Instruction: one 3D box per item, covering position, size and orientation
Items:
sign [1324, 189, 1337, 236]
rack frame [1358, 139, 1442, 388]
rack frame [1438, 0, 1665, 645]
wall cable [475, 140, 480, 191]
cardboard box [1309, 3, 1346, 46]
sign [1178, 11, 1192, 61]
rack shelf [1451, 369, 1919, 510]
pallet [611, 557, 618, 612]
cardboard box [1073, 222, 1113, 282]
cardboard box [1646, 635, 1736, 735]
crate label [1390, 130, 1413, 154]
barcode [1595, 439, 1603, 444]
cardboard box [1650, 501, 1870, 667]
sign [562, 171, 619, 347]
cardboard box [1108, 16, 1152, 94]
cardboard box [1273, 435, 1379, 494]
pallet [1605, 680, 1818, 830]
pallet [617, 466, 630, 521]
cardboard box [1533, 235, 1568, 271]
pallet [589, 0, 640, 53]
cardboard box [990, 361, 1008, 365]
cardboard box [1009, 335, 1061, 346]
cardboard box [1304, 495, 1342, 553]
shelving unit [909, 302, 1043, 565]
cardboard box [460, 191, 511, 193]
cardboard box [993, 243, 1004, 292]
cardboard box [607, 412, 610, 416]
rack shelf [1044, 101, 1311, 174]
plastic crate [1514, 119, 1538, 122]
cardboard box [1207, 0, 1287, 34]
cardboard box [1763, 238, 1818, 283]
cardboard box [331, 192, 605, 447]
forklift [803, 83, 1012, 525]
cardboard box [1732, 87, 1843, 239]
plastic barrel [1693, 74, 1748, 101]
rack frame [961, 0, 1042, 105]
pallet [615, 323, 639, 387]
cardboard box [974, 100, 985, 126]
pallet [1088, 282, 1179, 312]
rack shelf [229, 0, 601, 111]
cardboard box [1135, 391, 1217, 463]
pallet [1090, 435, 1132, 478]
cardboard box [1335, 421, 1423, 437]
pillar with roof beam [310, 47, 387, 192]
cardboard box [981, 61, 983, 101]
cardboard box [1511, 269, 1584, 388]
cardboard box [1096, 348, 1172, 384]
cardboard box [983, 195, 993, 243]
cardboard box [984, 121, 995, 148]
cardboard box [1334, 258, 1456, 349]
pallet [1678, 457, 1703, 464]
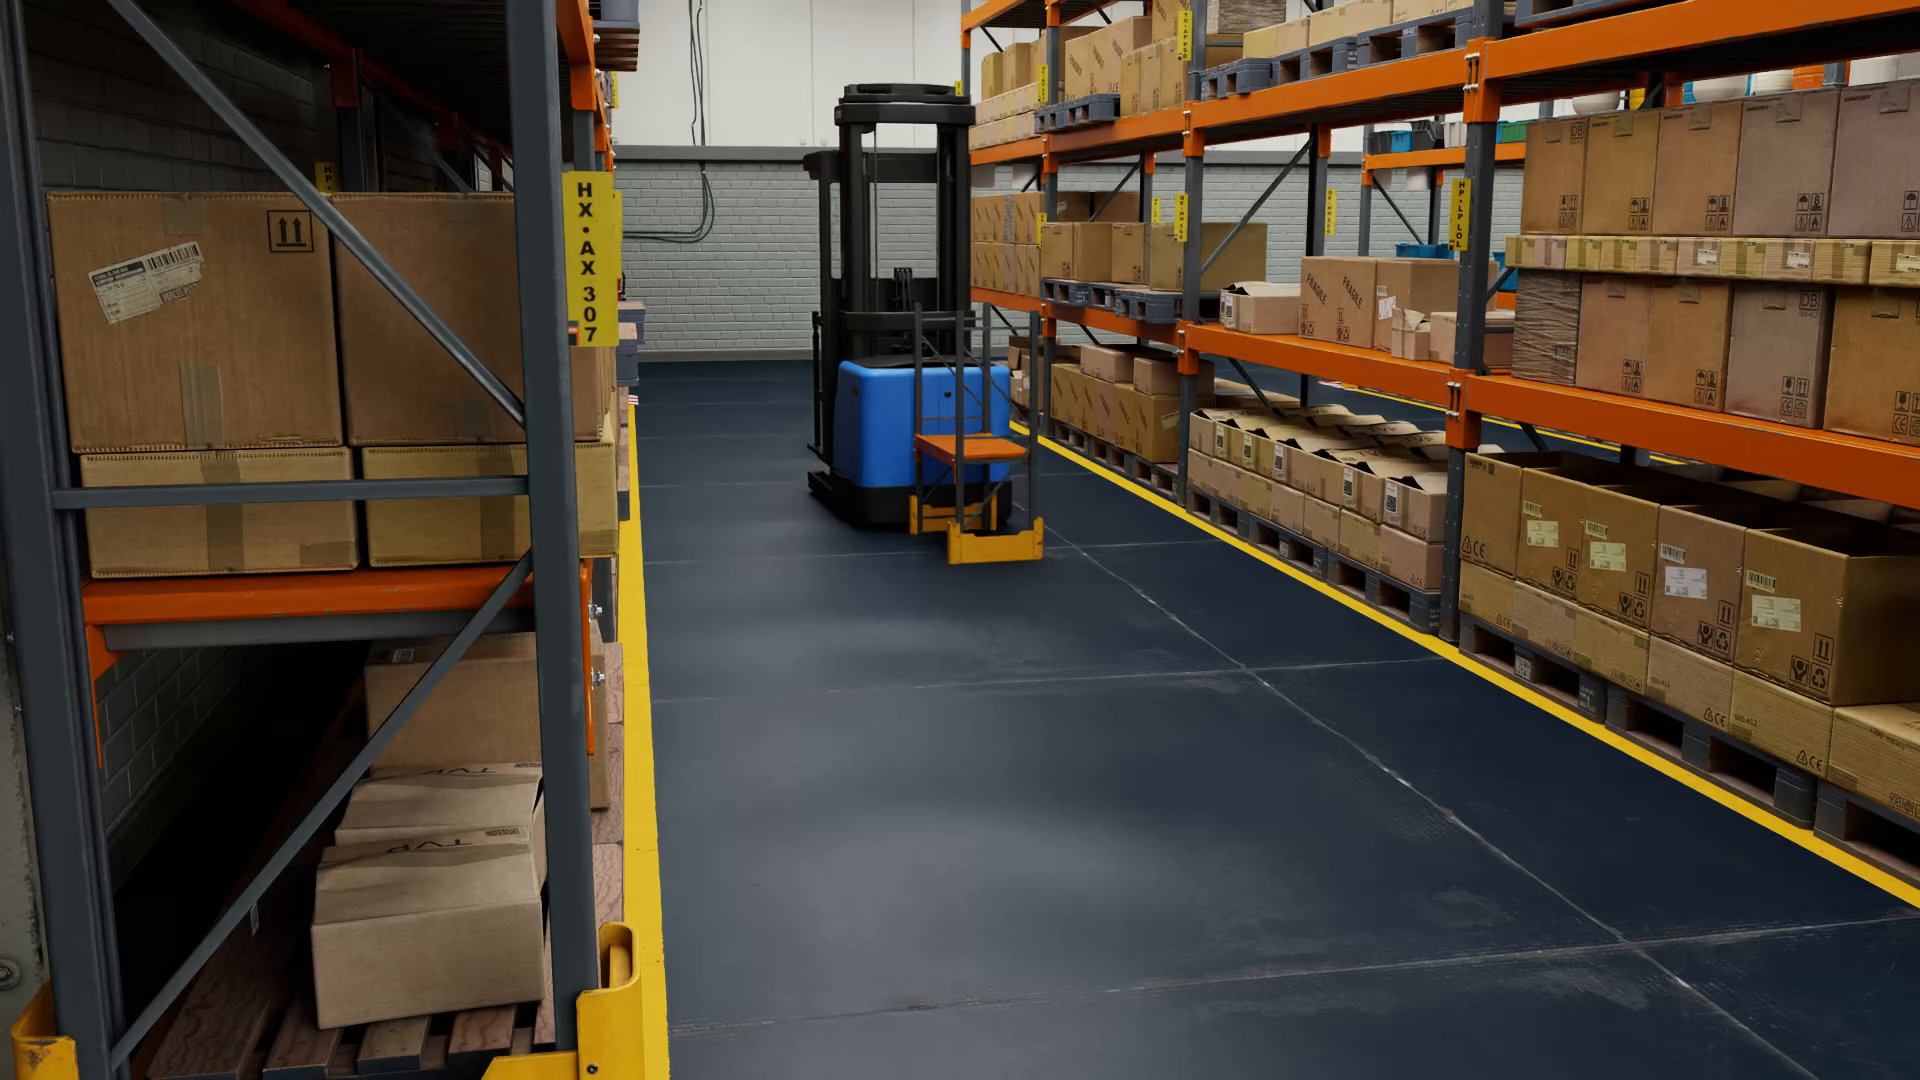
[{"bbox_3d":[2.614,-2.321,11.772,0.100,0.325,0.005,-2,11,-11],"label":"sign"},{"bbox_3d":[5.374,-3.378,20.423,1.000,3.000,0.127,-2,11,-11],"label":"rack frame"},{"bbox_3d":[2.849,-0.998,7.917,1.000,3.000,0.127,-2,11,-11],"label":"rack frame"},{"bbox_3d":[-5.521,-3.717,19.488,0.084,1.984,1.851,-2,11,-11],"label":"wall cable"},{"bbox_3d":[2.434,-3.056,9.984,0.500,0.250,0.500,-2,11,-12],"label":"cardboard box"},{"bbox_3d":[1.538,-3.440,11.340,0.100,0.325,0.005,-2,11,-11],"label":"sign"},{"bbox_3d":[3.238,-0.278,6.057,1.077,0.370,4.000,-2,11,-11],"label":"rack shelf"},{"bbox_3d":[-2.403,0.186,9.155,1.003,0.211,1.213,-2,11,-11],"label":"pallet"},{"bbox_3d":[1.361,-2.502,14.427,0.700,0.500,0.500,0,11,-2],"label":"cardboard box"},{"bbox_3d":[2.929,0.518,6.183,0.500,0.250,0.500,-2,11,-11],"label":"cardboard box"},{"bbox_3d":[5.237,-4.598,19.205,0.408,0.251,0.502,-2,11,-11],"label":"crate label"},{"bbox_3d":[3.207,-0.520,8.345,0.001,0.075,0.075,-2,11,-11],"label":"barcode"},{"bbox_3d":[2.925,0.150,6.113,0.500,0.500,0.500,-2,11,-11],"label":"cardboard box"},{"bbox_3d":[-0.700,-0.528,3.135,0.100,0.325,0.005,-2,11,-11],"label":"sign"},{"bbox_3d":[1.580,-3.904,13.503,0.600,0.600,0.600,-3,11,-13],"label":"cardboard box"},{"bbox_3d":[2.192,-0.472,9.884,0.500,0.311,0.500,-2,11,-12],"label":"cardboard box"},{"bbox_3d":[3.203,0.744,6.225,1.003,0.211,1.213,-2,11,-11],"label":"pallet"},{"bbox_3d":[-2.867,-0.328,11.856,1.003,0.211,1.213,-2,11,-11],"label":"pallet"},{"bbox_3d":[2.760,-1.263,7.309,0.380,0.149,0.250,-2,11,-10],"label":"cardboard box"},{"bbox_3d":[-2.025,-2.315,7.319,1.213,0.211,1.003,-2,11,-11],"label":"pallet"},{"bbox_3d":[0.439,-1.862,18.636,0.500,0.250,0.500,-2,11,-11],"label":"cardboard box"},{"bbox_3d":[0.862,-2.096,19.196,0.500,0.500,0.500,-2,11,-11],"label":"cardboard box"},{"bbox_3d":[2.287,-0.106,9.459,0.500,0.250,0.500,-2,11,-10],"label":"cardboard box"},{"bbox_3d":[0.083,-0.700,10.363,0.587,1.500,1.083,-3,11,-15],"label":"shelving unit"},{"bbox_3d":[-3.130,-2.198,11.099,0.500,0.250,0.500,-2,11,-9],"label":"cardboard box"},{"bbox_3d":[0.638,-2.879,17.530,0.500,0.500,0.500,-2,11,-10],"label":"cardboard box"},{"bbox_3d":[-1.130,-0.215,4.153,0.500,0.250,0.500,-2,11,-13],"label":"cardboard box"},{"bbox_3d":[1.682,-3.218,13.485,1.077,0.370,4.000,-2,11,-11],"label":"rack shelf"},{"bbox_3d":[6.179,-4.292,17.549,0.497,0.269,0.590,-2,11,-11],"label":"plastic crate"},{"bbox_3d":[1.992,-3.826,11.809,0.500,0.500,0.500,-2,11,-11],"label":"cardboard box"},{"bbox_3d":[3.062,-0.980,5.818,0.380,0.149,0.250,-2,11,-12],"label":"cardboard box"},{"bbox_3d":[-1.030,-0.486,3.572,0.500,0.500,0.500,-2,11,-11],"label":"cardboard box"},{"bbox_3d":[-0.523,-1.771,12.163,1.130,2.935,3.031,-3,11,-15],"label":"forklift"},{"bbox_3d":[3.234,-1.327,5.909,0.700,0.500,0.500,-2,11,-11],"label":"cardboard box"},{"bbox_3d":[6.437,-3.977,14.061,0.433,0.535,0.433,0,11,0],"label":"plastic barrel"},{"bbox_3d":[0.515,-6.146,18.919,1.000,3.000,0.127,-2,11,-11],"label":"rack frame"},{"bbox_3d":[-2.016,-0.868,7.749,1.003,0.211,1.213,-2,11,-11],"label":"pallet"},{"bbox_3d":[0.449,-4.648,18.139,0.500,0.250,0.500,-2,11,-11],"label":"cardboard box"},{"bbox_3d":[1.688,-1.994,13.662,1.003,0.211,1.213,-2,11,-11],"label":"pallet"},{"bbox_3d":[-1.621,-1.570,4.826,1.077,0.370,4.000,-2,11,-11],"label":"rack shelf"},{"bbox_3d":[1.658,-0.883,12.820,0.500,0.500,0.500,-2,11,-9],"label":"cardboard box"},{"bbox_3d":[1.729,-0.723,13.932,1.003,0.211,1.213,-2,11,-11],"label":"pallet"},{"bbox_3d":[2.617,-0.588,10.492,0.500,0.311,0.500,-2,11,-11],"label":"cardboard box"},{"bbox_3d":[0.839,-4.384,9.665,9.100,9.000,0.400,-2,11,-11],"label":"pillar with roof beam"},{"bbox_3d":[0.631,-5.119,18.605,0.700,0.500,0.500,-2,11,-11],"label":"cardboard box"},{"bbox_3d":[2.941,-0.966,7.481,0.700,0.500,0.500,-2,11,-12],"label":"cardboard box"},{"bbox_3d":[1.440,-1.449,13.788,0.500,0.250,0.500,-2,11,-12],"label":"cardboard box"},{"bbox_3d":[0.544,-3.460,17.914,0.500,0.500,0.500,-2,11,-10],"label":"cardboard box"},{"bbox_3d":[0.549,-4.311,17.704,0.500,0.250,0.500,-2,11,-11],"label":"cardboard box"},{"bbox_3d":[2.515,-1.377,9.641,0.500,0.500,0.500,-2,11,-11],"label":"cardboard box"},{"bbox_3d":[6.736,-0.684,13.726,1.003,0.211,1.213,-2,11,-11],"label":"pallet"}]
